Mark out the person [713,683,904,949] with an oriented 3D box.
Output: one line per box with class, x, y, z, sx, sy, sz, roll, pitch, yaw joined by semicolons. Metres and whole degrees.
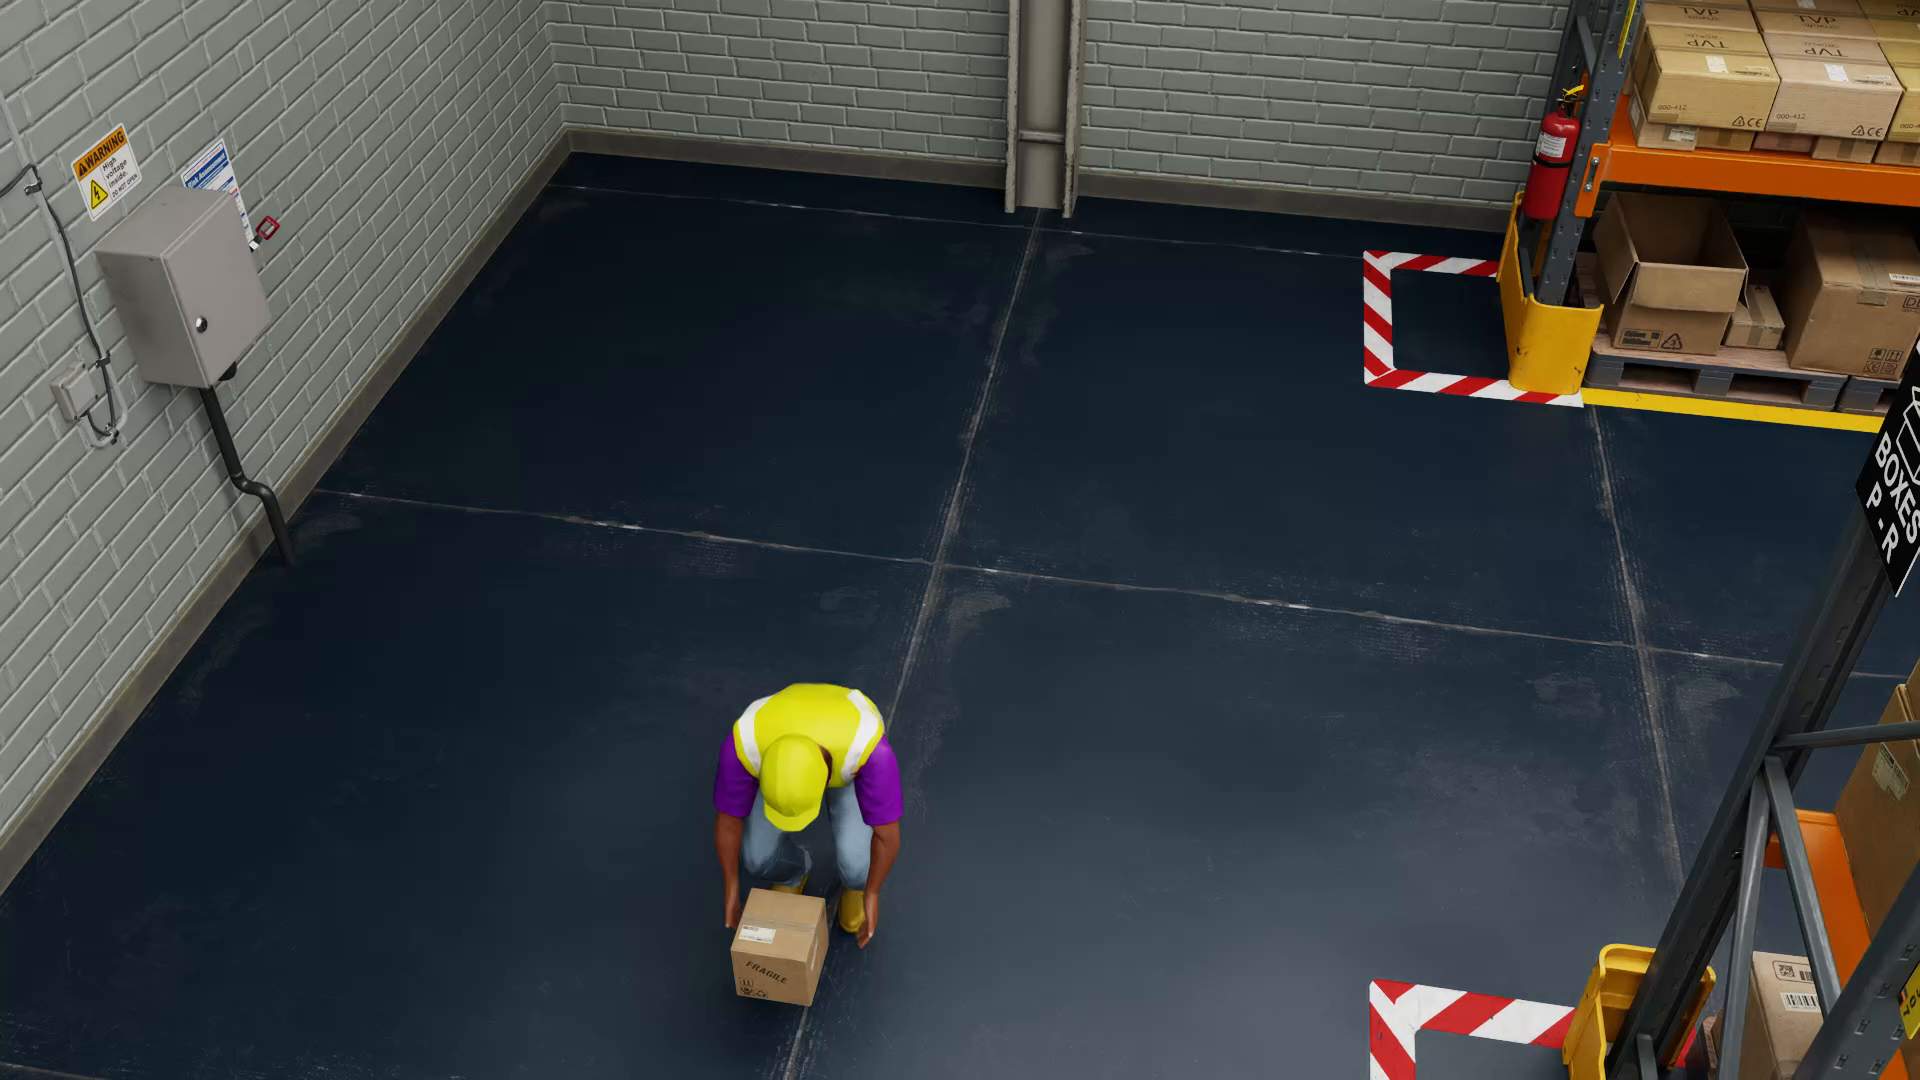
person;-0.465;0.878;5.538;0.620;1.207;0.839;6;41;8
